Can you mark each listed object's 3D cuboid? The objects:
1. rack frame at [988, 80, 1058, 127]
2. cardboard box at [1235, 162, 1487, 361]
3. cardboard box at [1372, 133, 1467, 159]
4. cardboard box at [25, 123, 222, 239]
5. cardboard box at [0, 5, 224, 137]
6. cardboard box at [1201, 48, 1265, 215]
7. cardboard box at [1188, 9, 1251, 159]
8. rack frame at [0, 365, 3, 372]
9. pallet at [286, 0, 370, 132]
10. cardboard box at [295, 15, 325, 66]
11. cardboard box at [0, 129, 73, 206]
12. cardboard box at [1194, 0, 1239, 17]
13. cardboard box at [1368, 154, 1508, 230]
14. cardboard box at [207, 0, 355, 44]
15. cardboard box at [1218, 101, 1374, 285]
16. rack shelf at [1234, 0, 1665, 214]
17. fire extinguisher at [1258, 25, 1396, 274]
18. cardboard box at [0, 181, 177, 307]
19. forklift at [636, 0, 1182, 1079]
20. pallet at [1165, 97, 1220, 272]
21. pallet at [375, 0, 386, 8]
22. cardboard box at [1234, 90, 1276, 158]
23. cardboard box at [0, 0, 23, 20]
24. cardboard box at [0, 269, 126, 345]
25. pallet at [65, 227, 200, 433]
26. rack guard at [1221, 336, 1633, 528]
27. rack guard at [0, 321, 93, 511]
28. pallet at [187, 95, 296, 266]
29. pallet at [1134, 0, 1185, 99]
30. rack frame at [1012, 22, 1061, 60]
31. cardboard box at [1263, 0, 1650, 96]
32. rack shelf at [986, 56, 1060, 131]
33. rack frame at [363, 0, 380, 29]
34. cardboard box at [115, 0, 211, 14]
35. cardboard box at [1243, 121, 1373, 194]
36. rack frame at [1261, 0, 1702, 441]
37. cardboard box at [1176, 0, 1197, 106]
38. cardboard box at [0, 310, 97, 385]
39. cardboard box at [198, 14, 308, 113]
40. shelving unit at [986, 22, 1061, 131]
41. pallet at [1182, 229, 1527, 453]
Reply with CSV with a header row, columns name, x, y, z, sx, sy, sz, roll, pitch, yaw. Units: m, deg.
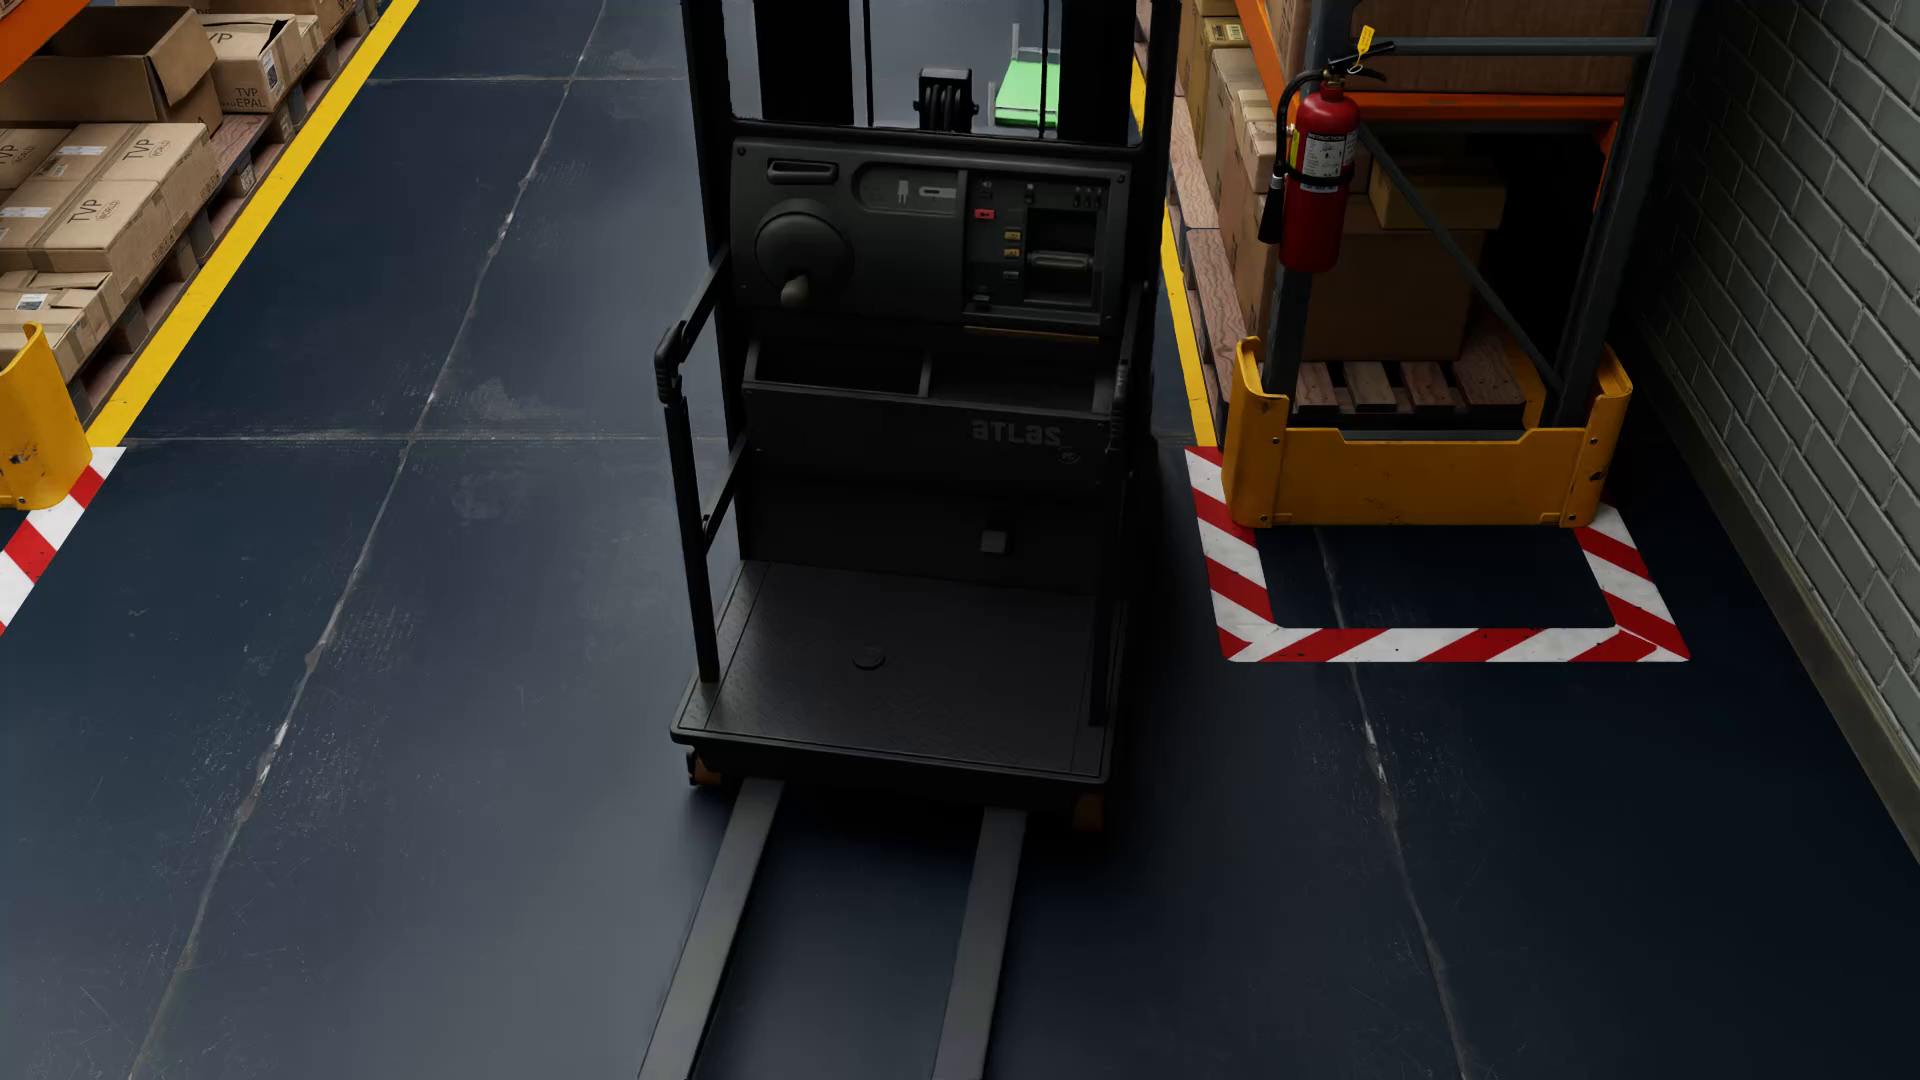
name,x,y,z,sx,sy,sz,roll,pitch,yaw
rack frame,0.206,-0.912,5.415,0.240,1.200,0.015,6,38,8
cardboard box,1.350,-0.958,5.710,0.700,0.500,0.500,0,39,0
cardboard box,1.549,-1.450,5.805,0.380,0.149,0.250,0,39,0
cardboard box,-3.221,-1.391,6.434,0.500,0.250,0.500,0,39,0
cardboard box,-3.500,-1.850,6.805,0.797,0.503,0.637,0,39,0
cardboard box,1.348,-1.586,6.493,0.700,0.500,0.500,-1,39,-2
cardboard box,1.340,-1.919,6.909,0.700,0.500,0.500,1,39,1
rack frame,-3.503,-1.326,4.506,1.000,3.000,0.127,0,39,0
pallet,-3.507,-2.310,7.964,1.003,0.211,1.213,0,39,0
cardboard box,-3.162,-2.296,7.645,0.380,0.149,0.250,0,39,0
cardboard box,-3.721,-1.359,6.394,0.500,0.250,0.500,0,39,0
cardboard box,1.163,-2.267,6.824,0.380,0.149,0.250,-1,39,-1
cardboard box,1.550,-1.133,5.410,0.380,0.149,0.250,0,39,0
cardboard box,-3.223,-2.668,7.828,0.500,0.500,0.500,0,39,0
cardboard box,1.350,-1.271,6.101,0.700,0.500,0.500,0,39,0
rack shelf,1.449,-2.302,6.299,1.077,0.370,4.000,0,39,0
fire extinguisher,0.990,-1.062,4.536,0.296,0.674,0.183,0,39,0
cardboard box,-3.220,-1.078,6.043,0.500,0.250,0.500,0,39,0
forklift,-0.108,-0.631,3.694,1.130,2.935,3.031,6,39,7
pallet,1.373,-1.505,6.959,1.003,0.211,1.213,0,39,0
pallet,-3.546,-3.248,9.135,1.003,0.211,1.213,0,39,0
cardboard box,1.167,-1.451,5.807,0.380,0.149,0.250,1,39,1
cardboard box,-3.245,-1.966,5.224,0.500,0.500,0.500,0,39,0
cardboard box,-3.160,-0.811,5.777,0.380,0.166,0.250,0,39,0
pallet,-3.505,-0.784,6.060,1.003,0.211,1.213,0,39,0
rack guard,1.451,-0.342,5.277,1.175,0.500,0.348,0,39,0
rack guard,-3.503,-0.398,5.347,1.175,0.500,0.348,0,39,0
pallet,-3.503,-1.545,7.010,1.003,0.211,1.213,0,39,0
pallet,1.369,-2.270,7.914,1.003,0.211,1.213,0,39,0
rack frame,0.292,-1.206,5.795,0.240,1.200,0.015,6,38,8
cardboard box,1.440,-1.768,4.818,0.980,0.700,0.700,2,39,2
rack shelf,0.250,-1.388,5.350,0.258,0.148,0.480,6,38,8
rack frame,-3.507,-3.828,7.628,1.000,3.000,0.127,0,39,0
cardboard box,-3.723,-2.688,8.003,0.500,0.311,0.500,0,39,0
cardboard box,1.168,-1.292,5.607,0.380,0.149,0.250,0,39,-1
rack frame,1.451,-1.332,4.514,1.000,3.000,0.127,0,39,0
cardboard box,1.342,-2.240,7.310,0.700,0.500,0.500,0,39,-1
cardboard box,-3.159,-0.648,5.587,0.380,0.149,0.250,0,39,0
cardboard box,-3.222,-2.125,7.301,0.500,0.311,0.500,0,39,0
shelving unit,0.249,-1.059,5.605,0.258,1.200,0.503,6,38,8
pallet,1.372,-0.744,6.010,1.003,0.211,1.213,0,39,0
